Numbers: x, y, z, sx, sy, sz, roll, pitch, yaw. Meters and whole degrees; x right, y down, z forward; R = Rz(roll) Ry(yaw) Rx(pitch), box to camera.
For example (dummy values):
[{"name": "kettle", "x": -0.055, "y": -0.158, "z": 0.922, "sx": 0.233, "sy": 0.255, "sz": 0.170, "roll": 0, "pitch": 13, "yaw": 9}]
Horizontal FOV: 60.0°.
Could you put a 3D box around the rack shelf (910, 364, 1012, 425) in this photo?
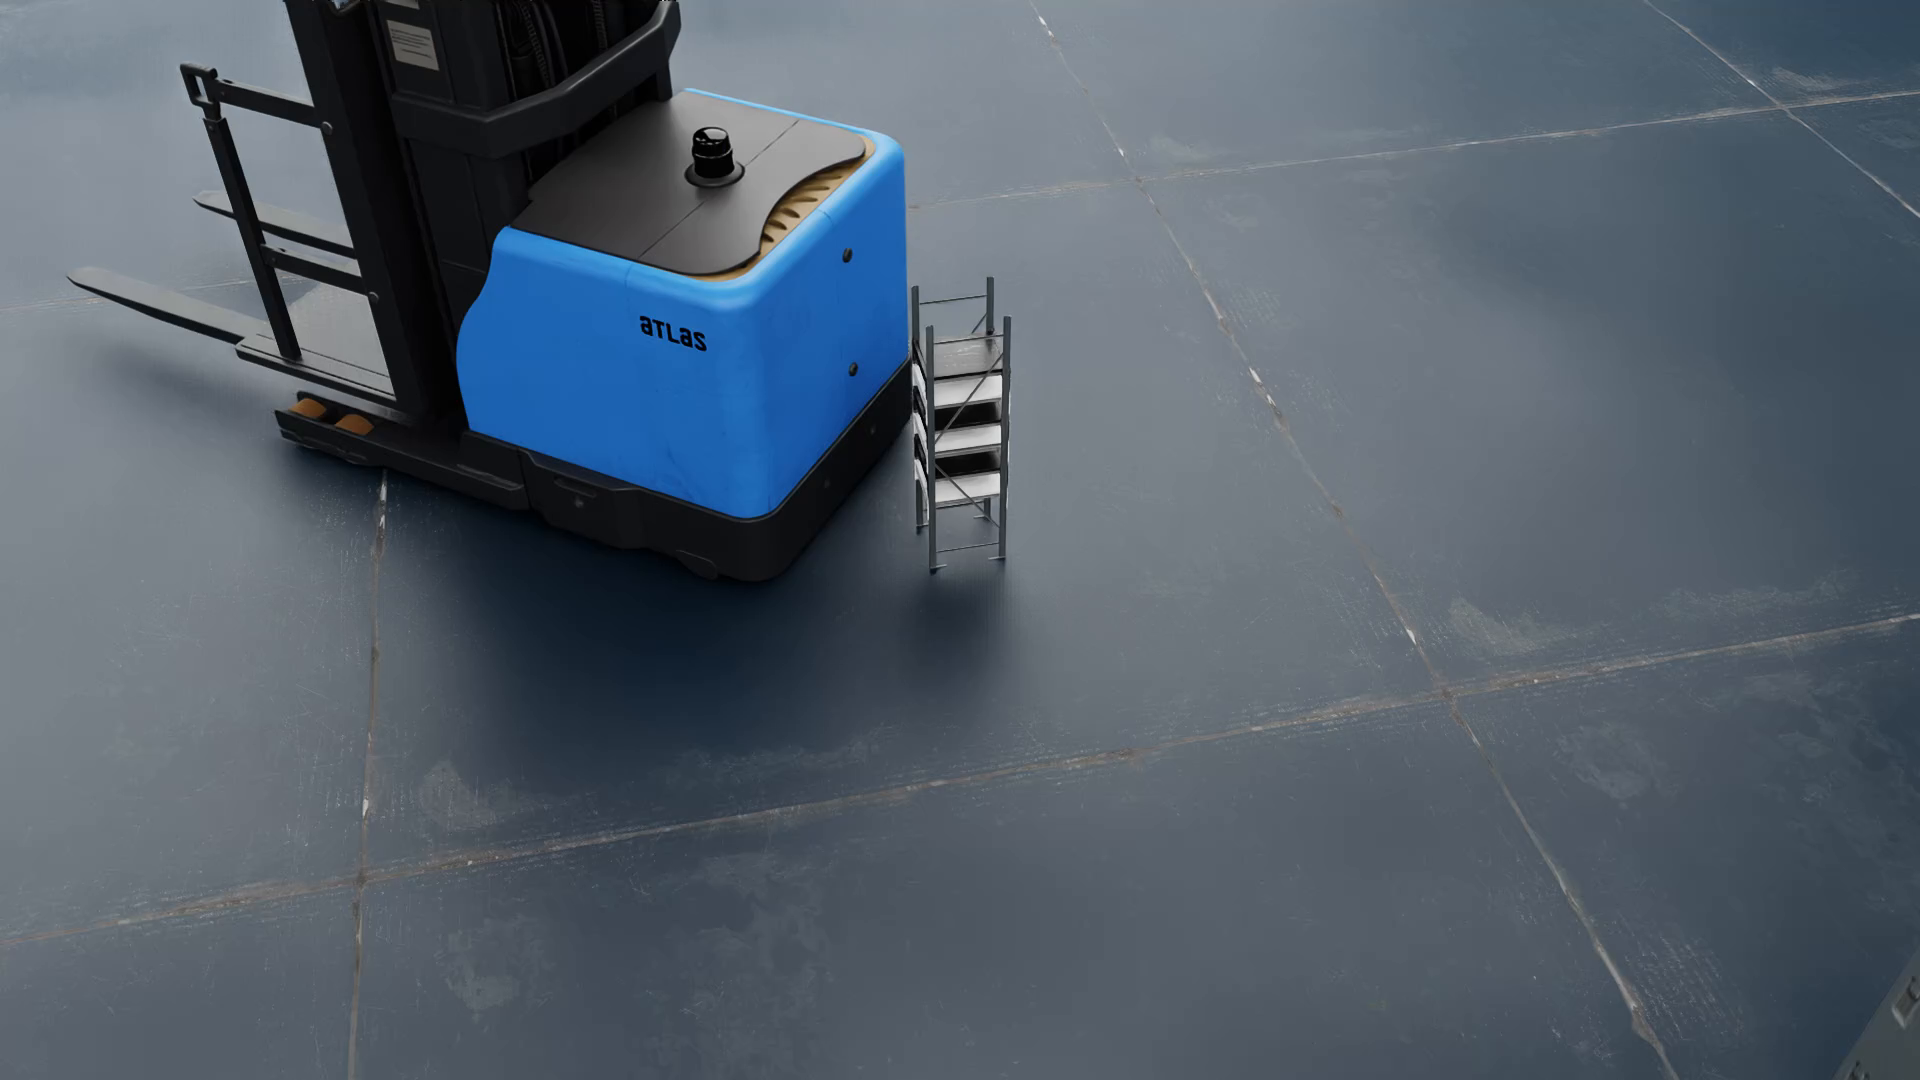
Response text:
[{"name": "rack shelf", "x": 0.002, "y": -0.441, "z": 4.848, "sx": 0.258, "sy": 0.077, "sz": 0.200, "roll": -8, "pitch": 42, "yaw": -9}]

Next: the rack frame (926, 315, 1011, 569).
[{"name": "rack frame", "x": 0.024, "y": -0.265, "z": 4.871, "sx": 0.240, "sy": 0.900, "sz": 0.006, "roll": -8, "pitch": 42, "yaw": -9}]

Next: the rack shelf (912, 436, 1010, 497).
[{"name": "rack shelf", "x": 0.002, "y": -0.239, "z": 5.027, "sx": 0.258, "sy": 0.077, "sz": 0.200, "roll": -8, "pitch": 42, "yaw": -9}]

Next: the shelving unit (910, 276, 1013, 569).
[{"name": "shelving unit", "x": 0.002, "y": -0.331, "z": 4.945, "sx": 0.258, "sy": 0.900, "sz": 0.210, "roll": -8, "pitch": 42, "yaw": -9}]

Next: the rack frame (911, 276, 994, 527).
[{"name": "rack frame", "x": -0.020, "y": -0.397, "z": 5.020, "sx": 0.240, "sy": 0.900, "sz": 0.006, "roll": -8, "pitch": 42, "yaw": -9}]

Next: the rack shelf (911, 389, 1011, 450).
[{"name": "rack shelf", "x": 0.002, "y": -0.374, "z": 4.908, "sx": 0.258, "sy": 0.077, "sz": 0.200, "roll": -8, "pitch": 42, "yaw": -9}]

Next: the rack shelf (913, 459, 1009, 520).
[{"name": "rack shelf", "x": 0.002, "y": -0.172, "z": 5.087, "sx": 0.258, "sy": 0.077, "sz": 0.200, "roll": -8, "pitch": 42, "yaw": -9}]

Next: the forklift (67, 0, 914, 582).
[{"name": "forklift", "x": -1.709, "y": -1.643, "z": 4.893, "sx": 3.031, "sy": 2.935, "sz": 1.130, "roll": 18, "pitch": 45, "yaw": 19}]

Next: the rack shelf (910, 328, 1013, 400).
[{"name": "rack shelf", "x": 0.002, "y": -0.508, "z": 4.788, "sx": 0.258, "sy": 0.077, "sz": 0.200, "roll": -8, "pitch": 42, "yaw": -9}]

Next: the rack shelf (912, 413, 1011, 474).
[{"name": "rack shelf", "x": 0.002, "y": -0.306, "z": 4.967, "sx": 0.258, "sy": 0.077, "sz": 0.200, "roll": -8, "pitch": 42, "yaw": -9}]
